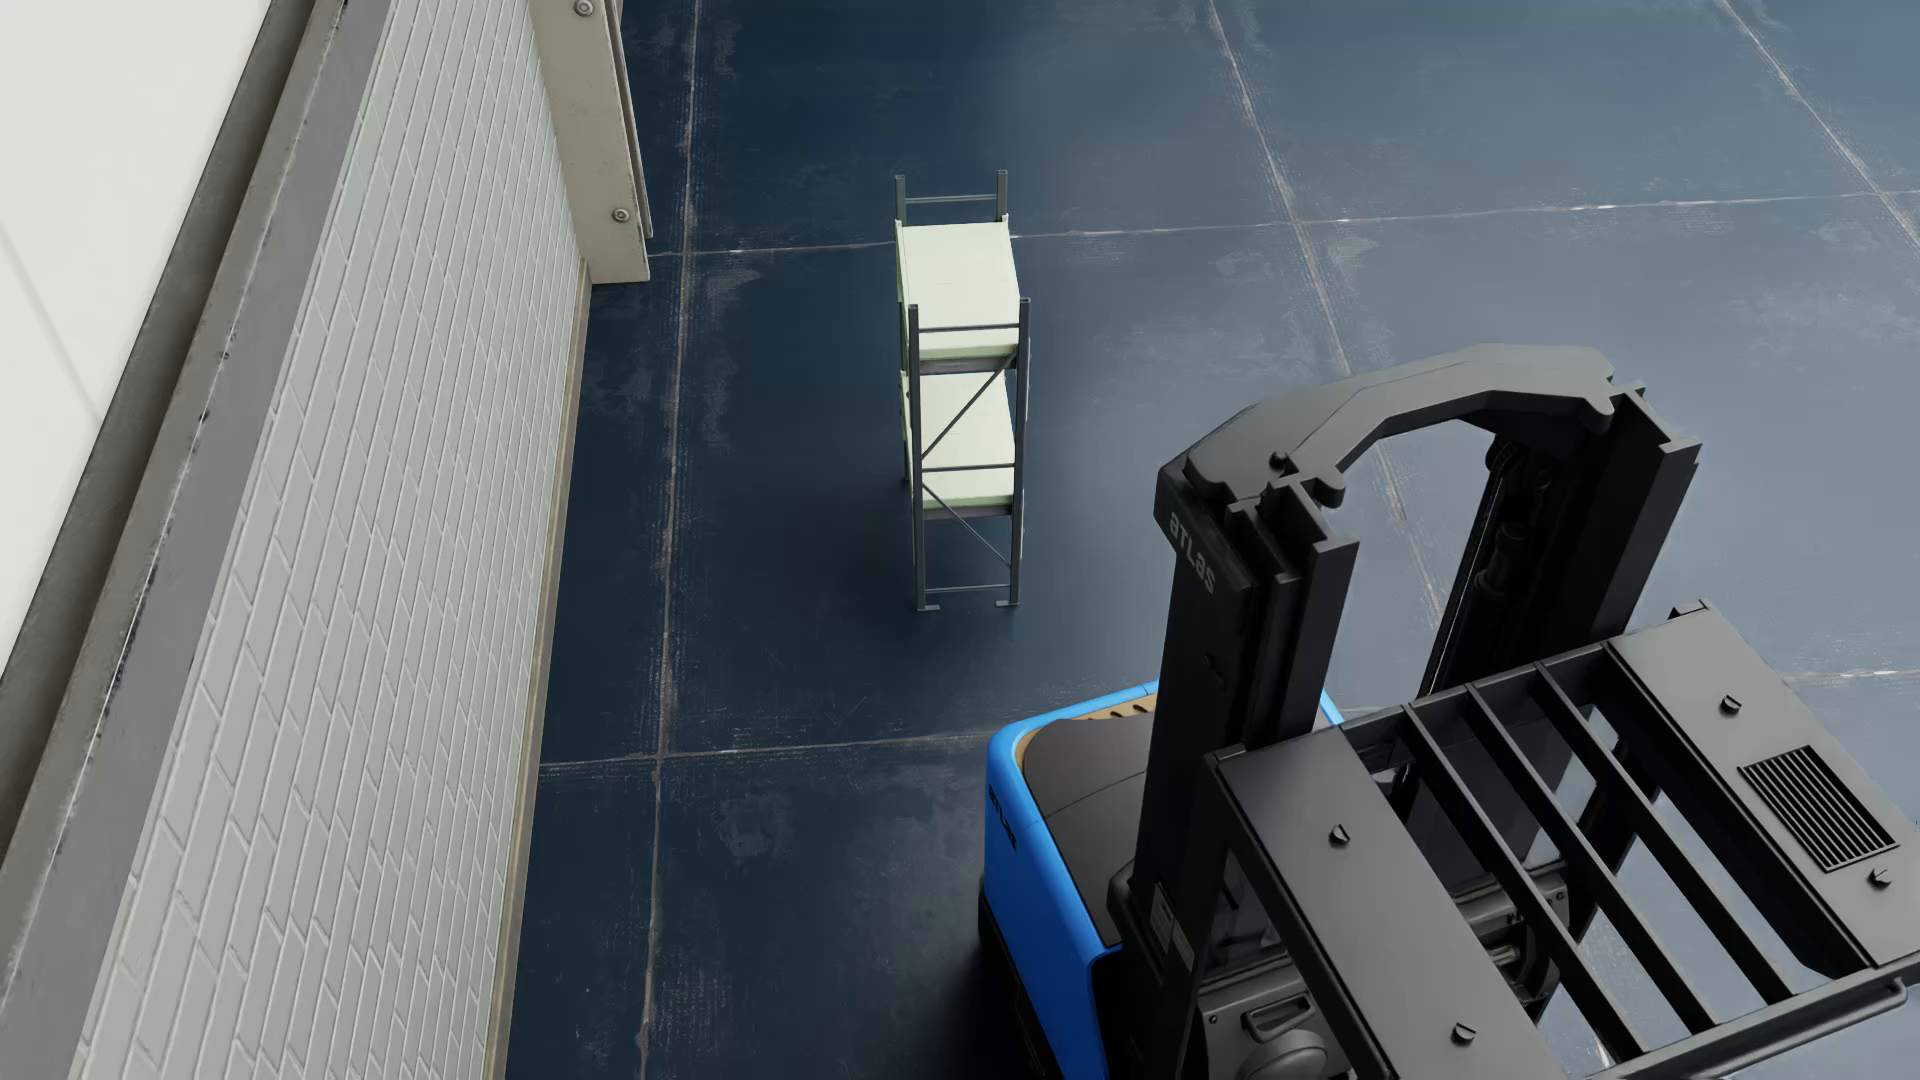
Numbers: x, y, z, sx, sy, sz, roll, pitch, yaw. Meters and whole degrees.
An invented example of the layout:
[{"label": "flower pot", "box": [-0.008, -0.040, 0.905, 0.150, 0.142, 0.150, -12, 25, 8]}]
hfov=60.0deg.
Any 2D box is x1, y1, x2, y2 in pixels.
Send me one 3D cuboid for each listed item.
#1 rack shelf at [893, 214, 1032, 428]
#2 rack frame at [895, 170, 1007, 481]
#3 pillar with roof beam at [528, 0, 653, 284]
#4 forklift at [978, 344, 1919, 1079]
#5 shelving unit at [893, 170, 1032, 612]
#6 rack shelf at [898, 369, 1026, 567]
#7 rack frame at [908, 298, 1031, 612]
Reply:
[{"label": "rack shelf", "box": [-0.001, -0.789, 5.927, 0.431, 0.370, 0.720, -3, 47, -3]}, {"label": "rack frame", "box": [-0.031, -0.785, 6.461, 0.400, 1.500, 0.023, -3, 47, -3]}, {"label": "pillar with roof beam", "box": [2.640, -4.725, 5.027, 9.100, 9.000, 0.400, -3, 47, -3]}, {"label": "forklift", "box": [1.046, 1.160, 3.633, 1.130, 2.935, 3.031, -15, 48, -14]}, {"label": "shelving unit", "box": [-0.001, -0.521, 6.210, 0.431, 1.500, 0.755, -3, 47, -3]}, {"label": "rack shelf", "box": [-0.001, -0.296, 6.447, 0.431, 0.370, 0.720, -3, 47, -3]}, {"label": "rack frame", "box": [0.030, -0.256, 5.959, 0.400, 1.500, 0.023, -3, 47, -3]}]
